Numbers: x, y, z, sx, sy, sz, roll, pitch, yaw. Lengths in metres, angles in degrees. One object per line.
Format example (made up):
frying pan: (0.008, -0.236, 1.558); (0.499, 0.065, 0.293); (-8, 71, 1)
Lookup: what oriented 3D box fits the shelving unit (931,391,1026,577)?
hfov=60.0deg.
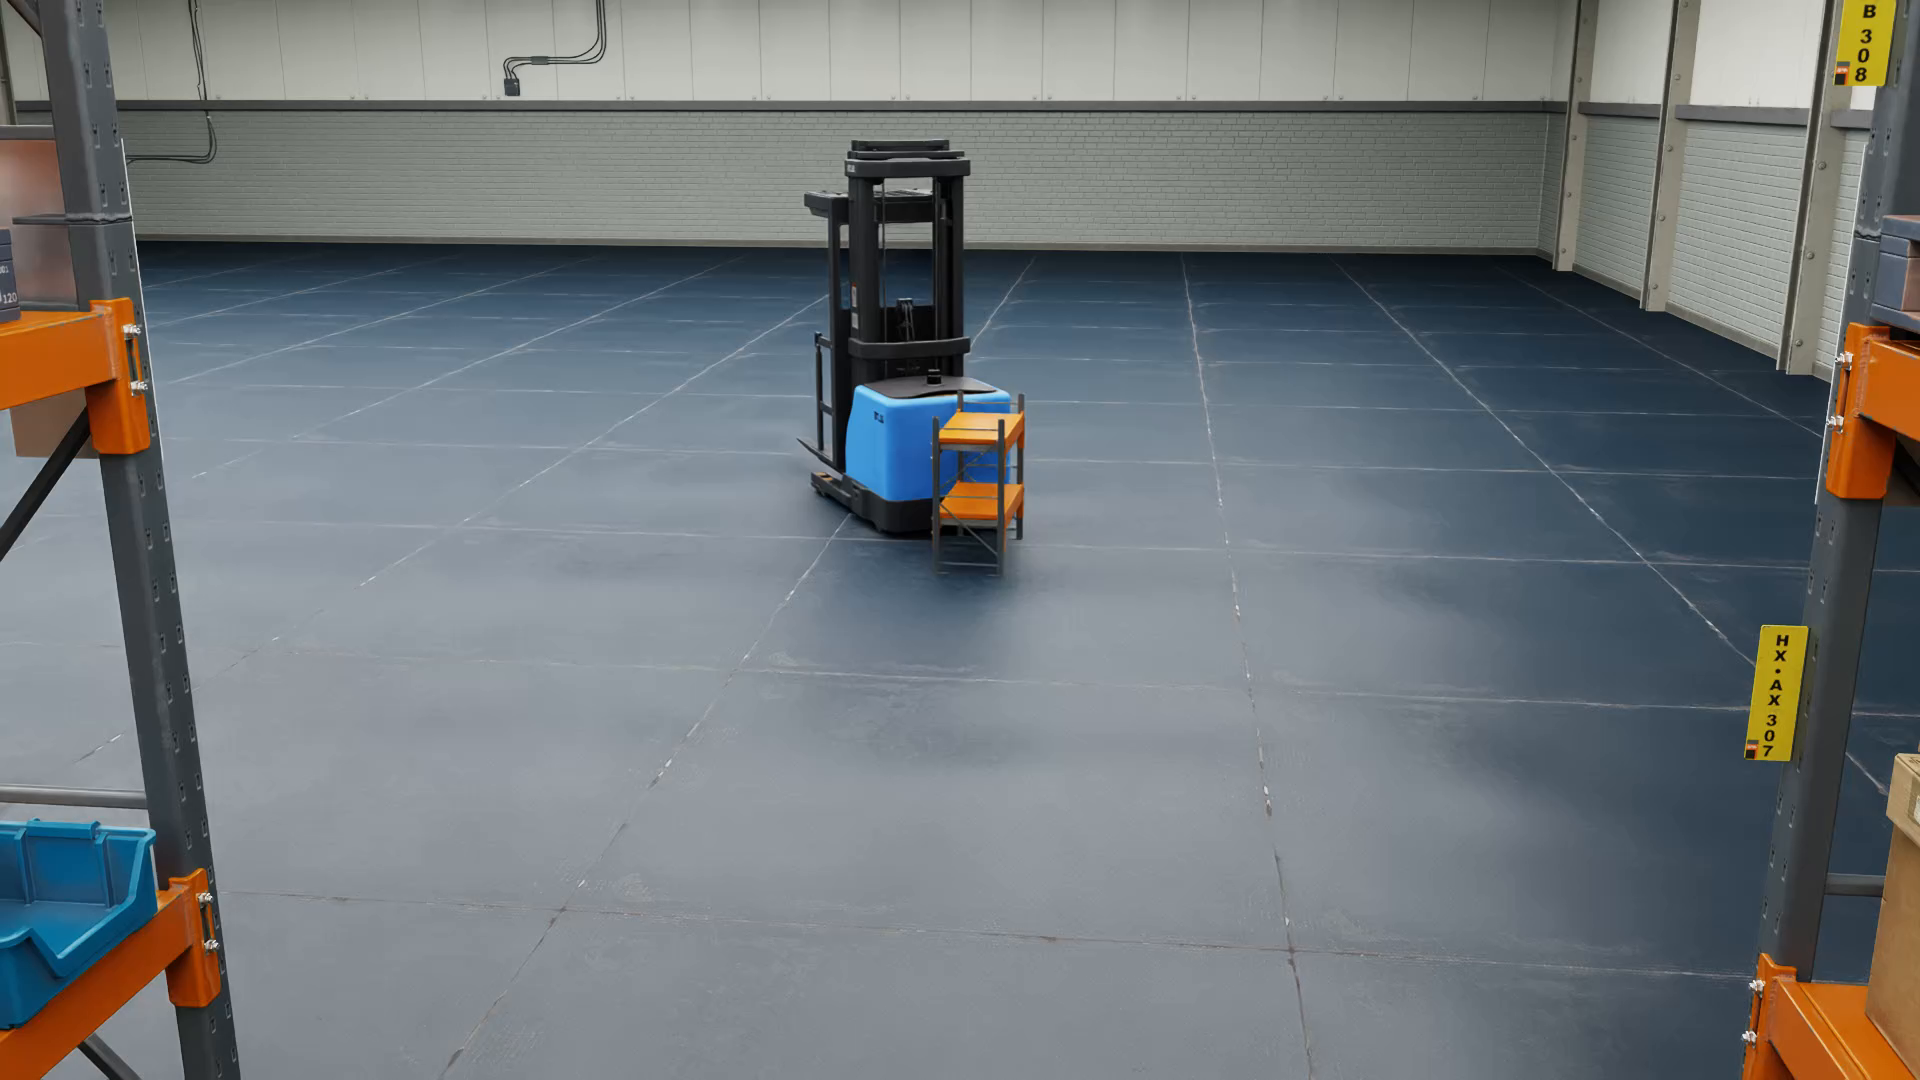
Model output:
shelving unit: (0.144, -0.426, 12.083); (0.538, 1.125, 1.048); (3, 15, 9)

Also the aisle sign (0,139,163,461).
aisle sign: (-2.201, -0.586, 4.102); (0.394, 0.787, 0.004); (2, 15, 6)

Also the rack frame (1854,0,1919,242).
rack frame: (2.417, -2.070, 3.079); (1.000, 3.000, 0.127); (2, 15, 6)

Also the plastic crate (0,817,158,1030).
plastic crate: (-2.263, 0.889, 3.912); (0.499, 0.251, 0.616); (2, 15, 6)

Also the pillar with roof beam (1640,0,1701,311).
pillar with roof beam: (6.551, -8.070, 25.266); (9.100, 9.000, 0.400); (2, 15, 6)

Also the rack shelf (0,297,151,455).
rack shelf: (-2.729, 0.097, 2.189); (1.077, 0.370, 4.000); (2, 15, 6)

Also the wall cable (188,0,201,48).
wall cable: (-15.459, -12.011, 36.116); (3.097, 2.526, 0.112); (2, 15, 6)

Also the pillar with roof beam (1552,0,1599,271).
pillar with roof beam: (7.228, -9.626, 31.021); (9.100, 9.000, 0.400); (2, 15, 6)

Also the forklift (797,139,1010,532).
forklift: (-0.621, -1.813, 13.752); (1.130, 2.935, 3.031); (-6, 16, -21)

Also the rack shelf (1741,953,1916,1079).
rack shelf: (2.192, 1.692, 2.037); (1.077, 0.370, 4.000); (2, 15, 6)

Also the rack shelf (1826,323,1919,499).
rack shelf: (2.192, 0.244, 1.646); (1.077, 0.370, 4.000); (2, 15, 6)

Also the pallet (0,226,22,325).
pallet: (-2.694, -0.466, 3.255); (1.003, 0.211, 1.213); (2, 15, 6)

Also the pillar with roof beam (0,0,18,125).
pillar with roof beam: (-15.516, -10.300, 33.514); (9.100, 9.000, 0.400); (2, 15, 6)

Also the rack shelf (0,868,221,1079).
rack shelf: (-2.729, 1.545, 2.580); (1.077, 0.370, 4.000); (2, 15, 6)

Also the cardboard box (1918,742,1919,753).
cardboard box: (2.346, 0.286, 3.182); (0.700, 0.500, 0.500); (2, 15, 6)

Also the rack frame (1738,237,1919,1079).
rack frame: (2.417, 0.826, 3.862); (1.000, 3.000, 0.127); (2, 15, 6)

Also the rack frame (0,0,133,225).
rack frame: (-2.504, -2.217, 3.622); (1.000, 3.000, 0.127); (2, 15, 6)

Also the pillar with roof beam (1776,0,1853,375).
pillar with roof beam: (5.874, -6.514, 19.511); (9.100, 9.000, 0.400); (2, 15, 6)

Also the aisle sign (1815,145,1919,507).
aisle sign: (2.121, -0.455, 3.619); (0.394, 0.787, 0.004); (2, 15, 6)

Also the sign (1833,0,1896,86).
sign: (1.867, -1.100, 3.412); (0.100, 0.325, 0.005); (2, 15, 6)

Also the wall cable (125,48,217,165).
wall cable: (-18.147, -9.653, 37.070); (3.097, 2.526, 0.112); (2, 15, 6)

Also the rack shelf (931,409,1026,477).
rack shelf: (0.144, -0.709, 12.006); (0.538, 0.278, 1.000); (3, 15, 9)

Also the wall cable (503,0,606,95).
wall cable: (-8.716, -12.510, 35.172); (2.305, 6.003, 0.169); (2, 15, 6)

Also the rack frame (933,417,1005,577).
rack frame: (0.059, -0.295, 11.599); (0.500, 1.125, 0.032); (3, 15, 9)

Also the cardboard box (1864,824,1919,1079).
cardboard box: (2.352, 0.898, 3.402); (0.700, 0.500, 0.500); (2, 15, 6)

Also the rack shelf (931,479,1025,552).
rack shelf: (0.144, -0.190, 12.147); (0.538, 0.278, 1.000); (3, 15, 9)

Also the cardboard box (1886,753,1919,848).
cardboard box: (2.159, 0.560, 3.411); (0.380, 0.149, 0.250); (2, 15, 6)

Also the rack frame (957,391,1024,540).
rack frame: (0.230, -0.557, 12.567); (0.500, 1.125, 0.032); (3, 15, 9)

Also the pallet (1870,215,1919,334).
pallet: (2.312, -0.397, 2.806); (1.003, 0.211, 1.213); (2, 15, 6)

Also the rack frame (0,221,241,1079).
rack frame: (-2.504, 0.679, 4.405); (1.000, 3.000, 0.127); (2, 15, 6)

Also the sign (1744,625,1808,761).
sign: (1.867, 0.352, 3.804); (0.100, 0.325, 0.005); (2, 15, 6)
